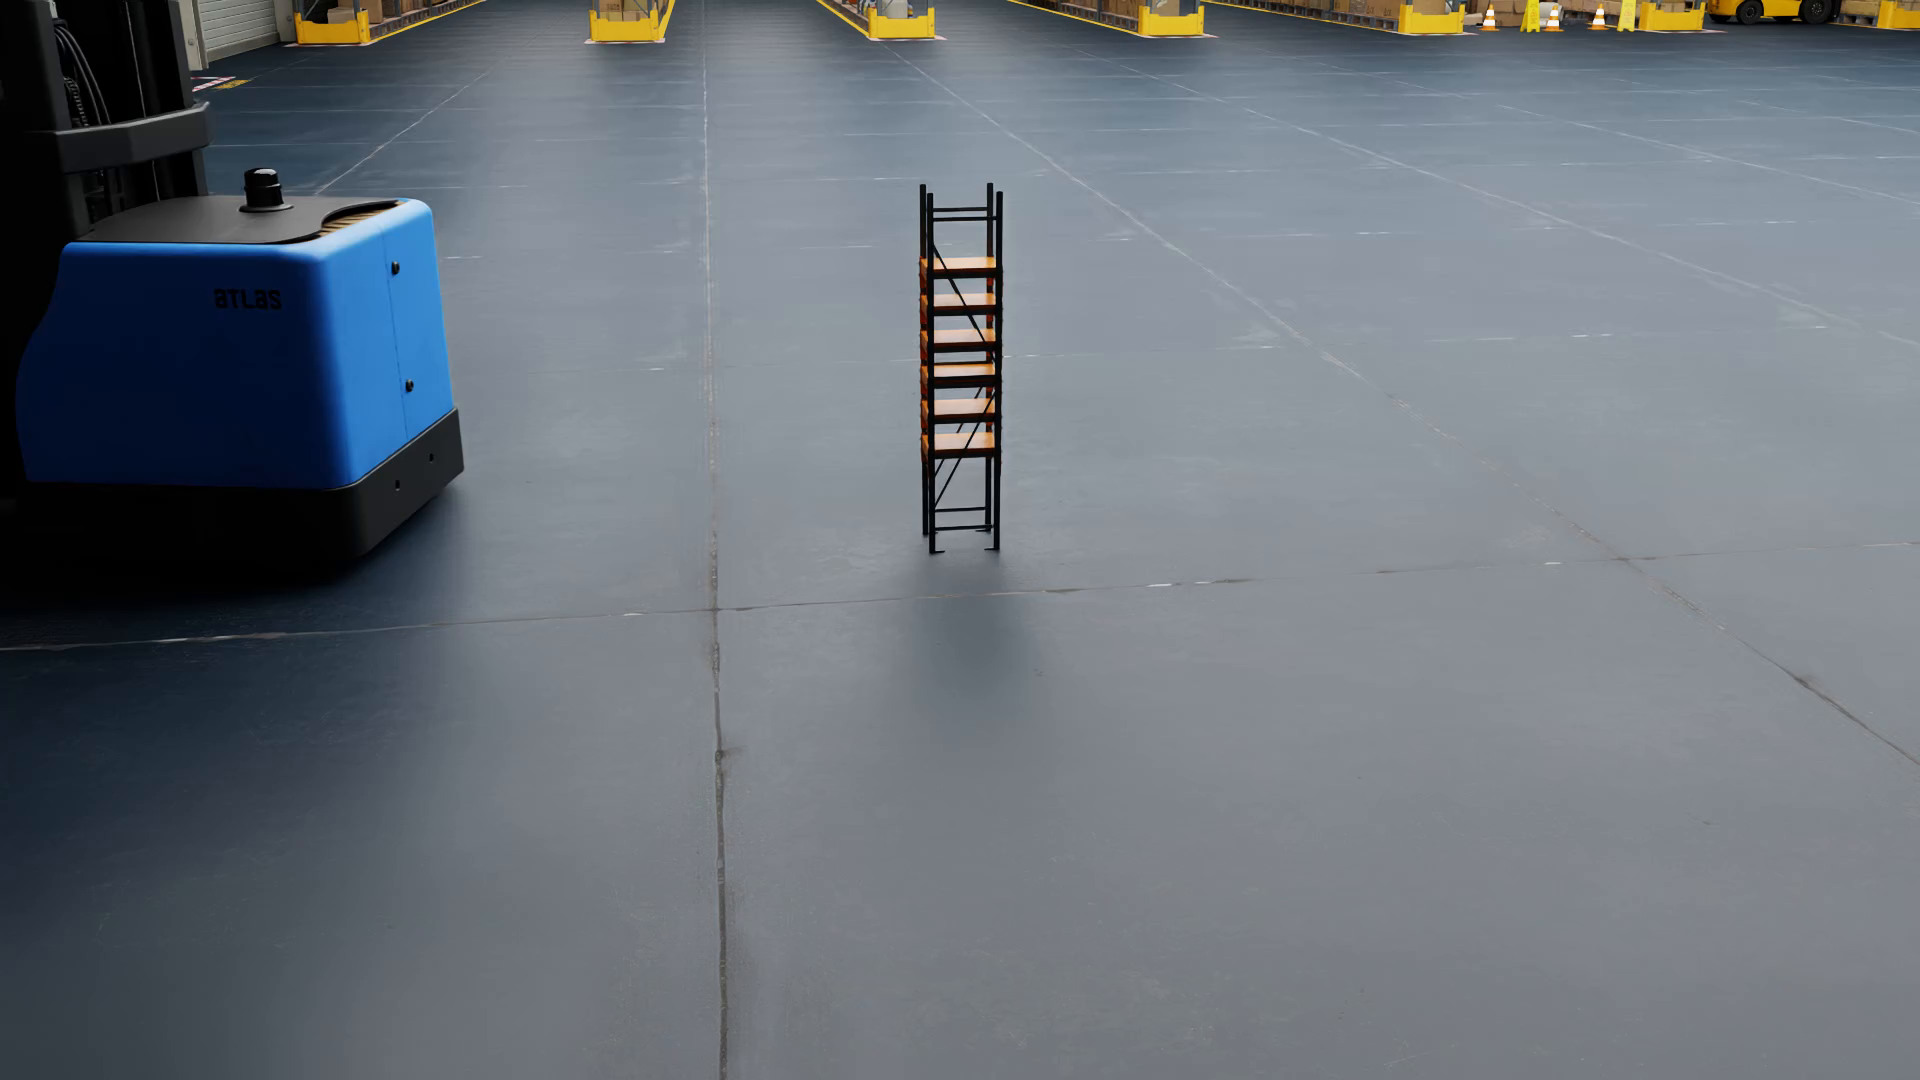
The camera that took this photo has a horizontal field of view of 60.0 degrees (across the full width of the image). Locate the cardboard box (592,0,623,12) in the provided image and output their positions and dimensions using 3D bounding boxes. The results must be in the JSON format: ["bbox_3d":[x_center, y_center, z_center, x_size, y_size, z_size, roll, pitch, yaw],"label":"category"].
[{"bbox_3d":[-6.272,-9.659,29.548,0.500,0.500,0.500,-3,21,-8],"label":"cardboard box"}]

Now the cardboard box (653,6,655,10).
[{"bbox_3d":[-5.972,-9.853,31.140,0.500,0.250,0.500,-3,21,-8],"label":"cardboard box"}]

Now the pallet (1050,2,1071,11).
[{"bbox_3d":[2.711,-12.467,38.793,1.003,0.211,1.213,-3,21,-8],"label":"pallet"}]

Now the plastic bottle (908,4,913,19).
[{"bbox_3d":[-0.951,-10.048,31.603,0.097,0.271,0.097,0,20,0],"label":"plastic bottle"}]

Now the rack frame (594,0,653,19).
[{"bbox_3d":[-5.900,-10.228,28.814,1.000,3.000,0.127,-3,21,-8],"label":"rack frame"}]

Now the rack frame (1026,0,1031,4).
[{"bbox_3d":[2.173,-14.881,41.273,1.000,3.000,0.127,-3,21,-8],"label":"rack frame"}]

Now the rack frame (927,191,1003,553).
[{"bbox_3d":[0.015,-0.525,5.408,0.240,1.200,0.006,-3,21,-8],"label":"rack frame"}]

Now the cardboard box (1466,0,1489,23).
[{"bbox_3d":[10.808,-10.924,34.052,0.797,0.637,0.503,-3,21,-8],"label":"cardboard box"}]

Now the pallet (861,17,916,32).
[{"bbox_3d":[-1.340,-9.897,31.914,1.003,0.211,1.213,-3,21,-8],"label":"pallet"}]

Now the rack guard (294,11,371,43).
[{"bbox_3d":[-10.813,-8.832,28.650,1.175,0.500,0.348,-3,21,-8],"label":"rack guard"}]

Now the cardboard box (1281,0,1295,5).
[{"bbox_3d":[7.801,-12.336,37.074,1.050,0.750,0.750,-3,21,-7],"label":"cardboard box"}]

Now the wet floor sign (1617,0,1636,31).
[{"bbox_3d":[12.678,-10.004,31.578,0.267,0.644,0.232,4,21,11],"label":"wet floor sign"}]

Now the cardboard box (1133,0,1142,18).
[{"bbox_3d":[3.638,-10.392,32.226,0.500,0.500,0.500,-1,21,-3],"label":"cardboard box"}]

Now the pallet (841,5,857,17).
[{"bbox_3d":[-2.078,-11.670,36.660,1.003,0.211,1.213,-3,21,-8],"label":"pallet"}]

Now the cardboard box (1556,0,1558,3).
[{"bbox_3d":[13.055,-11.758,36.067,0.950,0.372,0.625,-3,21,-7],"label":"cardboard box"}]

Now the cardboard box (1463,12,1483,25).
[{"bbox_3d":[10.320,-10.544,33.566,0.396,0.266,0.258,1,20,2],"label":"cardboard box"}]

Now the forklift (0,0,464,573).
[{"bbox_3d":[-3.397,-1.459,5.433,3.031,2.935,1.130,2,21,4],"label":"forklift"}]

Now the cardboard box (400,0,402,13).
[{"bbox_3d":[-11.625,-10.827,33.363,0.700,0.500,0.500,-3,21,-9],"label":"cardboard box"}]

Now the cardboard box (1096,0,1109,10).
[{"bbox_3d":[3.259,-11.360,34.789,0.700,0.500,0.500,-5,21,-12],"label":"cardboard box"}]

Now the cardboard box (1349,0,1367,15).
[{"bbox_3d":[8.404,-10.995,33.303,0.875,0.875,0.875,-3,21,-7],"label":"cardboard box"}]

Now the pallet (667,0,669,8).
[{"bbox_3d":[-7.475,-12.797,39.677,1.003,0.211,1.213,-3,21,-8],"label":"pallet"}]

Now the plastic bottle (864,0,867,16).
[{"bbox_3d":[-1.780,-10.314,32.201,0.144,0.351,0.185,-3,21,-8],"label":"plastic bottle"}]

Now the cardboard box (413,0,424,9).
[{"bbox_3d":[-11.799,-11.535,35.258,0.700,0.500,0.500,-3,21,-7],"label":"cardboard box"}]

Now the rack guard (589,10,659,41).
[{"bbox_3d":[-5.897,-9.049,29.229,1.175,0.500,0.348,-3,21,-8],"label":"rack guard"}]

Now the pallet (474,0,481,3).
[{"bbox_3d":[-12.915,-13.938,42.731,1.003,0.211,1.213,-3,21,-8],"label":"pallet"}]

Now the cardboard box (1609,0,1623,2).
[{"bbox_3d":[13.258,-10.931,32.954,0.500,0.500,0.500,-2,21,-6],"label":"cardboard box"}]

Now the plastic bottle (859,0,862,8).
[{"bbox_3d":[-1.963,-10.657,33.233,0.097,0.271,0.097,0,20,0],"label":"plastic bottle"}]

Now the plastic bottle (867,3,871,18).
[{"bbox_3d":[-1.732,-10.064,31.627,0.061,0.283,0.133,-2,21,-6],"label":"plastic bottle"}]

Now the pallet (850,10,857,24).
[{"bbox_3d":[-1.726,-10.825,34.398,1.003,0.211,1.213,-3,21,-8],"label":"pallet"}]

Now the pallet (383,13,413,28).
[{"bbox_3d":[-11.492,-10.325,33.059,1.003,0.211,1.213,-3,21,-8],"label":"pallet"}]

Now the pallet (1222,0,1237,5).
[{"bbox_3d":[7.210,-13.521,41.615,1.003,0.211,1.213,-3,21,-8],"label":"pallet"}]

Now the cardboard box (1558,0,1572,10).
[{"bbox_3d":[12.951,-11.302,35.019,0.500,0.250,0.500,-4,21,-10],"label":"cardboard box"}]

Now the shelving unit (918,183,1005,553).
[{"bbox_3d":[0.002,-0.557,5.493,0.258,1.200,0.189,-3,21,-8],"label":"shelving unit"}]

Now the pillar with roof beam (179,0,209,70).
[{"bbox_3d":[-6.634,-11.126,22.644,9.100,9.000,0.400,-3,21,-8],"label":"pillar with roof beam"}]

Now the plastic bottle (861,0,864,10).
[{"bbox_3d":[-1.869,-10.526,32.770,0.144,0.351,0.185,-2,21,-6],"label":"plastic bottle"}]

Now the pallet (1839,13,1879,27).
[{"bbox_3d":[18.469,-10.434,33.352,1.003,0.211,1.213,-3,21,-8],"label":"pallet"}]

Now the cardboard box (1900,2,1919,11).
[{"bbox_3d":[18.744,-10.567,33.050,0.500,0.250,0.500,-3,21,-8],"label":"cardboard box"}]

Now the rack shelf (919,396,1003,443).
[{"bbox_3d":[0.002,-0.403,5.550,0.258,0.103,0.180,-3,21,-8],"label":"rack shelf"}]

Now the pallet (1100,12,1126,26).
[{"bbox_3d":[3.458,-10.574,33.727,1.003,0.211,1.213,-3,21,-8],"label":"pallet"}]

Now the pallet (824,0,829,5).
[{"bbox_3d":[-2.872,-13.578,41.768,1.003,0.211,1.213,-3,21,-8],"label":"pallet"}]

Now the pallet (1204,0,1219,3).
[{"bbox_3d":[6.964,-14.021,42.954,1.003,0.211,1.213,-3,21,-8],"label":"pallet"}]

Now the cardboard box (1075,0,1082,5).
[{"bbox_3d":[2.959,-12.109,36.794,0.700,0.500,0.500,-5,21,-12],"label":"cardboard box"}]

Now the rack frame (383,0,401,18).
[{"bbox_3d":[-11.378,-11.362,31.850,1.000,3.000,0.127,-3,21,-8],"label":"rack frame"}]

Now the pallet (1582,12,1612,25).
[{"bbox_3d":[13.444,-10.651,33.931,1.003,0.211,1.213,-3,21,-8],"label":"pallet"}]

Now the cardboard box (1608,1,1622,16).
[{"bbox_3d":[13.260,-10.581,33.089,0.500,0.250,0.500,-3,21,-8],"label":"cardboard box"}]

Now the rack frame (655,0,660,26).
[{"bbox_3d":[-6.477,-11.613,32.522,1.000,3.000,0.127,-3,21,-8],"label":"rack frame"}]

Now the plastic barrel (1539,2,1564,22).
[{"bbox_3d":[11.914,-10.658,33.648,0.512,0.421,0.421,12,24,30],"label":"plastic barrel"}]

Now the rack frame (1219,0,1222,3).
[{"bbox_3d":[7.096,-15.096,41.849,1.000,3.000,0.127,-3,21,-8],"label":"rack frame"}]
